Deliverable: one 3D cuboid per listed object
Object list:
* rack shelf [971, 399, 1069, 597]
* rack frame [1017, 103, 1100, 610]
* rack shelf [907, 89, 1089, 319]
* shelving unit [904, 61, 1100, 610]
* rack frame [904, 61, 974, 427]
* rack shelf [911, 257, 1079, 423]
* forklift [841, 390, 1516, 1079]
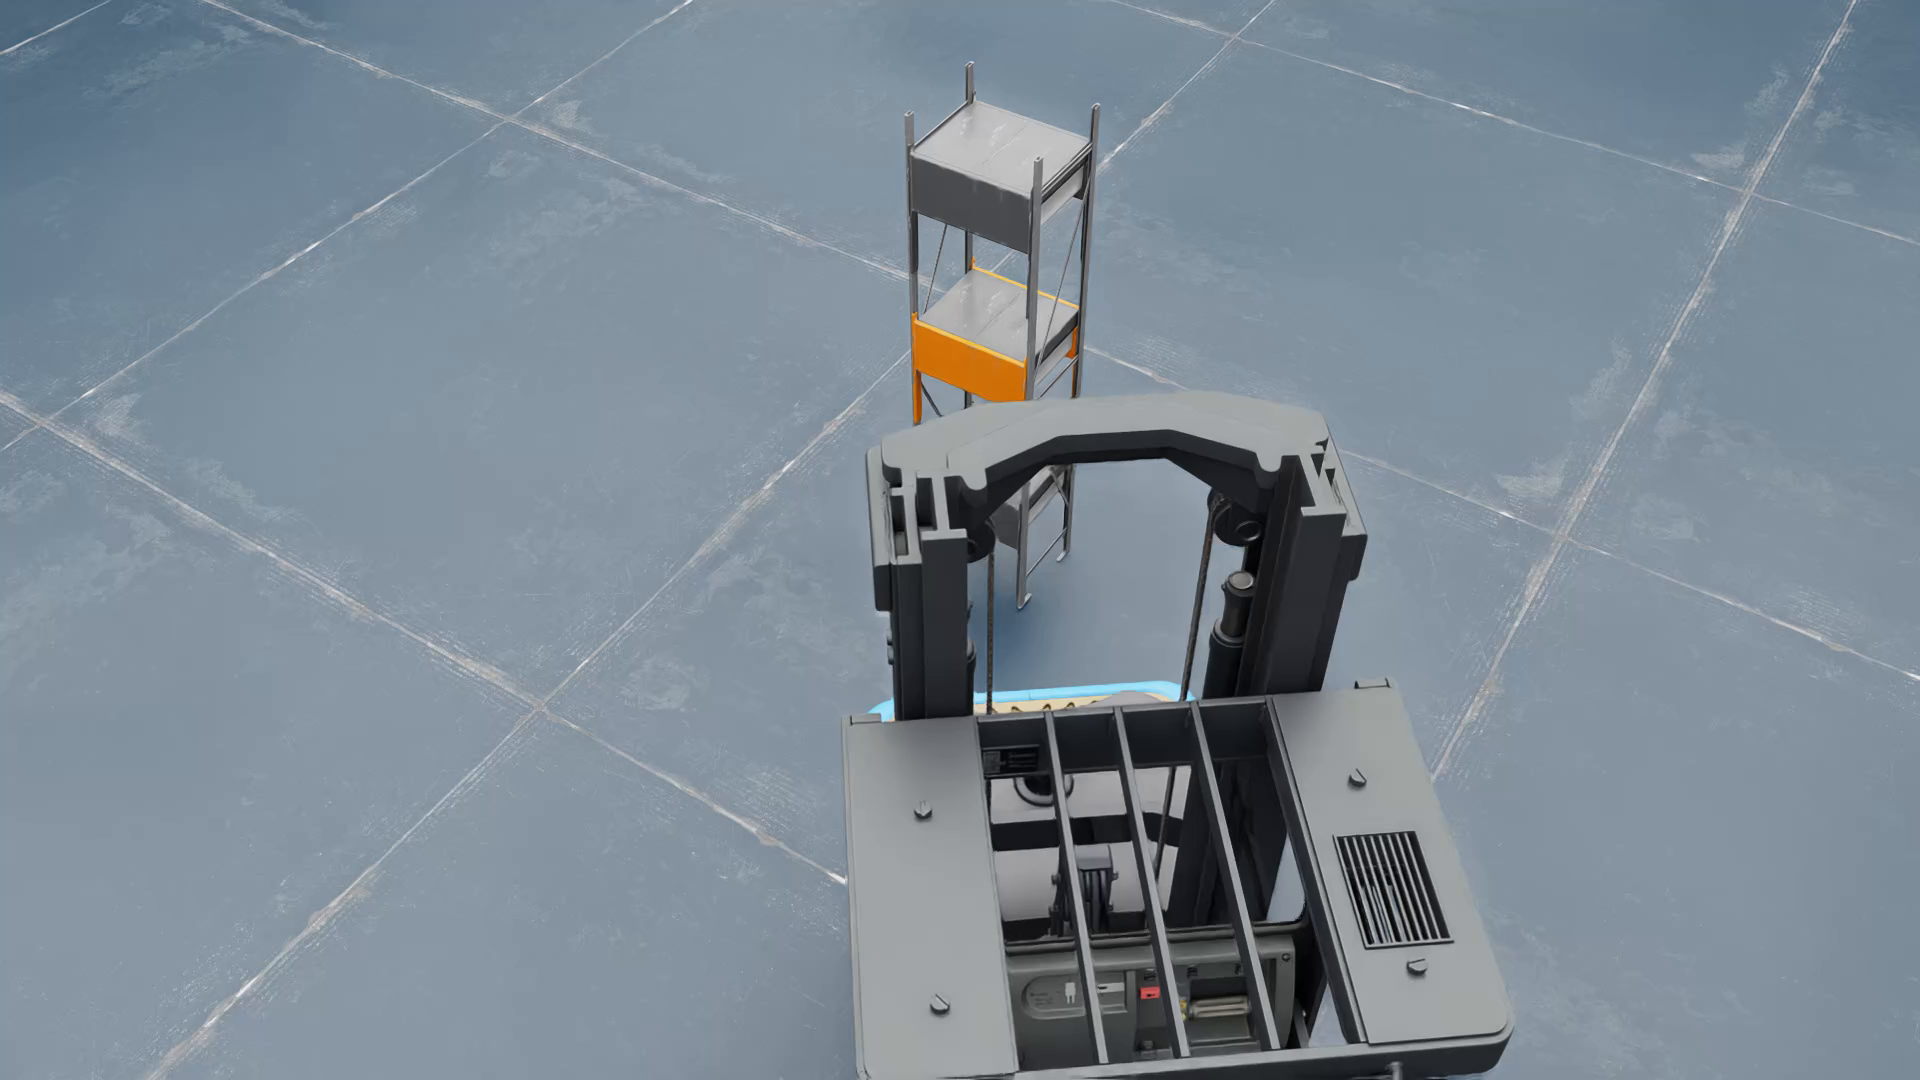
[{"bbox_3d":[0.139,-0.170,6.668,0.480,0.518,0.431,25,51,22],"label":"rack shelf"},{"bbox_3d":[0.345,-0.573,6.065,0.015,2.100,0.400,25,51,22],"label":"rack frame"},{"bbox_3d":[0.139,-1.146,5.664,0.480,0.518,0.431,25,51,22],"label":"rack shelf"},{"bbox_3d":[0.139,-0.668,6.157,0.503,2.100,0.431,25,51,22],"label":"shelving unit"},{"bbox_3d":[-0.066,-0.762,6.248,0.015,2.100,0.400,25,51,22],"label":"rack frame"},{"bbox_3d":[0.139,-0.658,6.166,0.480,0.518,0.431,25,51,22],"label":"rack shelf"},{"bbox_3d":[0.338,1.235,3.728,1.130,2.935,3.031,-4,46,-4],"label":"forklift"}]
